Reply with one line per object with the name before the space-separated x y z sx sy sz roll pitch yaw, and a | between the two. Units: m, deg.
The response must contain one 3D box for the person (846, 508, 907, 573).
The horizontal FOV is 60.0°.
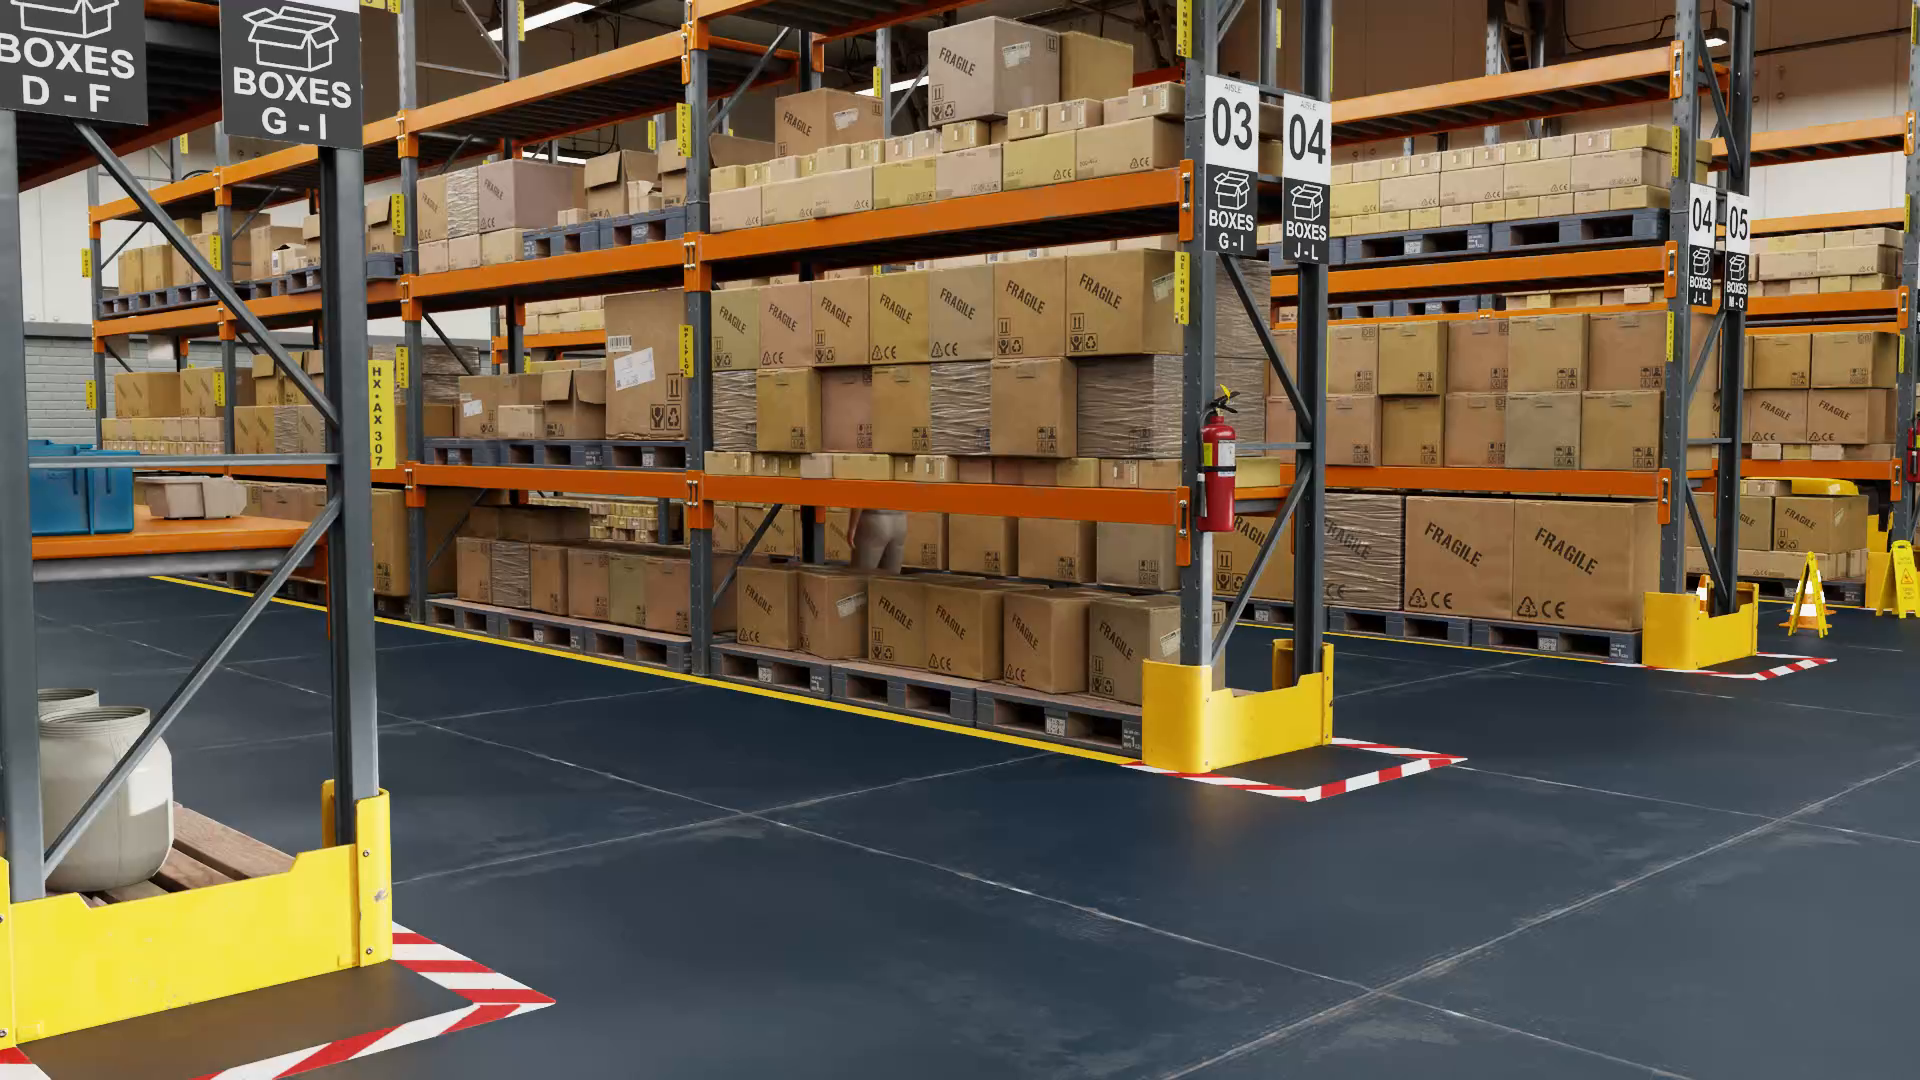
person | -0.618 -0.095 12.286 0.396 1.725 0.598 3 5 39
